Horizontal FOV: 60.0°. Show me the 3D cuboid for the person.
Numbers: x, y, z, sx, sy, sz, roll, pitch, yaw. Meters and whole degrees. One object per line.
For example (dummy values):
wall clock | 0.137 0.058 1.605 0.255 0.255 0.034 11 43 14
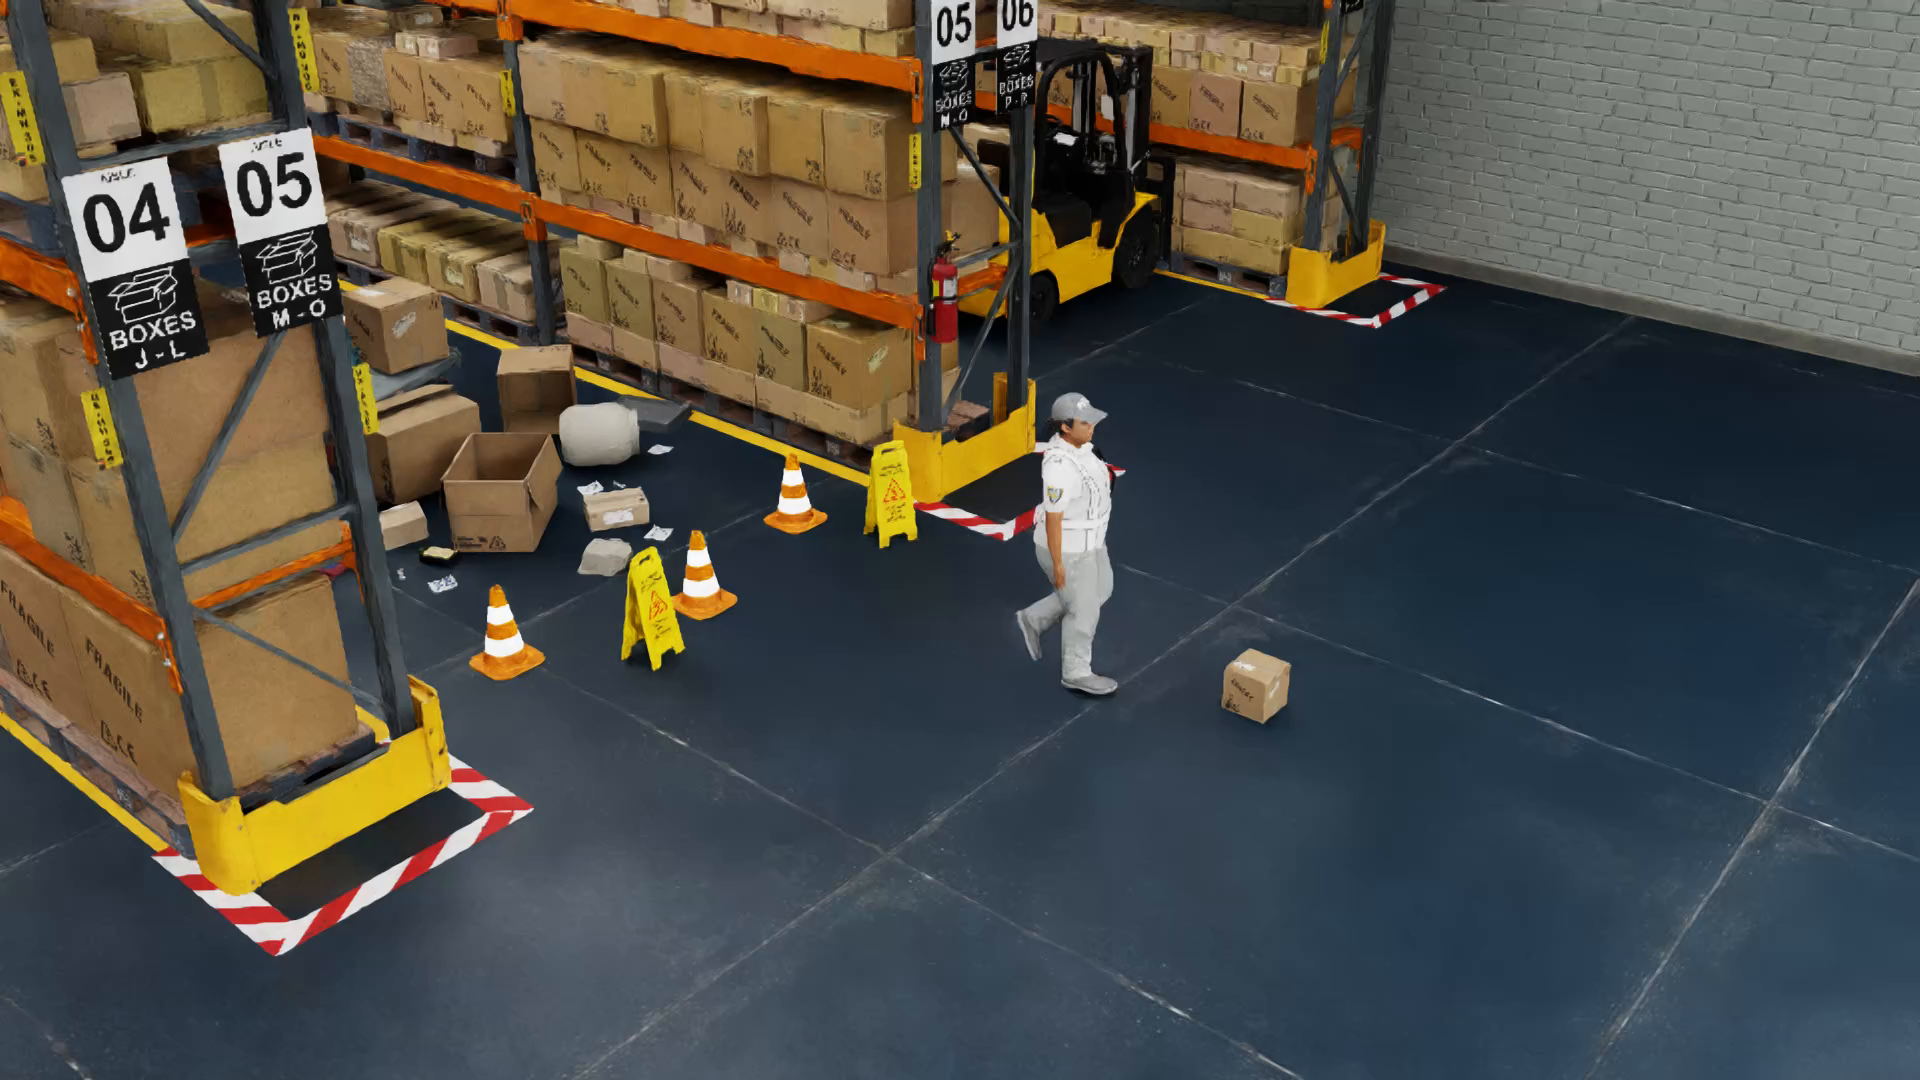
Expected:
person | 0.558 0.014 8.562 0.591 1.648 0.484 7 28 12
